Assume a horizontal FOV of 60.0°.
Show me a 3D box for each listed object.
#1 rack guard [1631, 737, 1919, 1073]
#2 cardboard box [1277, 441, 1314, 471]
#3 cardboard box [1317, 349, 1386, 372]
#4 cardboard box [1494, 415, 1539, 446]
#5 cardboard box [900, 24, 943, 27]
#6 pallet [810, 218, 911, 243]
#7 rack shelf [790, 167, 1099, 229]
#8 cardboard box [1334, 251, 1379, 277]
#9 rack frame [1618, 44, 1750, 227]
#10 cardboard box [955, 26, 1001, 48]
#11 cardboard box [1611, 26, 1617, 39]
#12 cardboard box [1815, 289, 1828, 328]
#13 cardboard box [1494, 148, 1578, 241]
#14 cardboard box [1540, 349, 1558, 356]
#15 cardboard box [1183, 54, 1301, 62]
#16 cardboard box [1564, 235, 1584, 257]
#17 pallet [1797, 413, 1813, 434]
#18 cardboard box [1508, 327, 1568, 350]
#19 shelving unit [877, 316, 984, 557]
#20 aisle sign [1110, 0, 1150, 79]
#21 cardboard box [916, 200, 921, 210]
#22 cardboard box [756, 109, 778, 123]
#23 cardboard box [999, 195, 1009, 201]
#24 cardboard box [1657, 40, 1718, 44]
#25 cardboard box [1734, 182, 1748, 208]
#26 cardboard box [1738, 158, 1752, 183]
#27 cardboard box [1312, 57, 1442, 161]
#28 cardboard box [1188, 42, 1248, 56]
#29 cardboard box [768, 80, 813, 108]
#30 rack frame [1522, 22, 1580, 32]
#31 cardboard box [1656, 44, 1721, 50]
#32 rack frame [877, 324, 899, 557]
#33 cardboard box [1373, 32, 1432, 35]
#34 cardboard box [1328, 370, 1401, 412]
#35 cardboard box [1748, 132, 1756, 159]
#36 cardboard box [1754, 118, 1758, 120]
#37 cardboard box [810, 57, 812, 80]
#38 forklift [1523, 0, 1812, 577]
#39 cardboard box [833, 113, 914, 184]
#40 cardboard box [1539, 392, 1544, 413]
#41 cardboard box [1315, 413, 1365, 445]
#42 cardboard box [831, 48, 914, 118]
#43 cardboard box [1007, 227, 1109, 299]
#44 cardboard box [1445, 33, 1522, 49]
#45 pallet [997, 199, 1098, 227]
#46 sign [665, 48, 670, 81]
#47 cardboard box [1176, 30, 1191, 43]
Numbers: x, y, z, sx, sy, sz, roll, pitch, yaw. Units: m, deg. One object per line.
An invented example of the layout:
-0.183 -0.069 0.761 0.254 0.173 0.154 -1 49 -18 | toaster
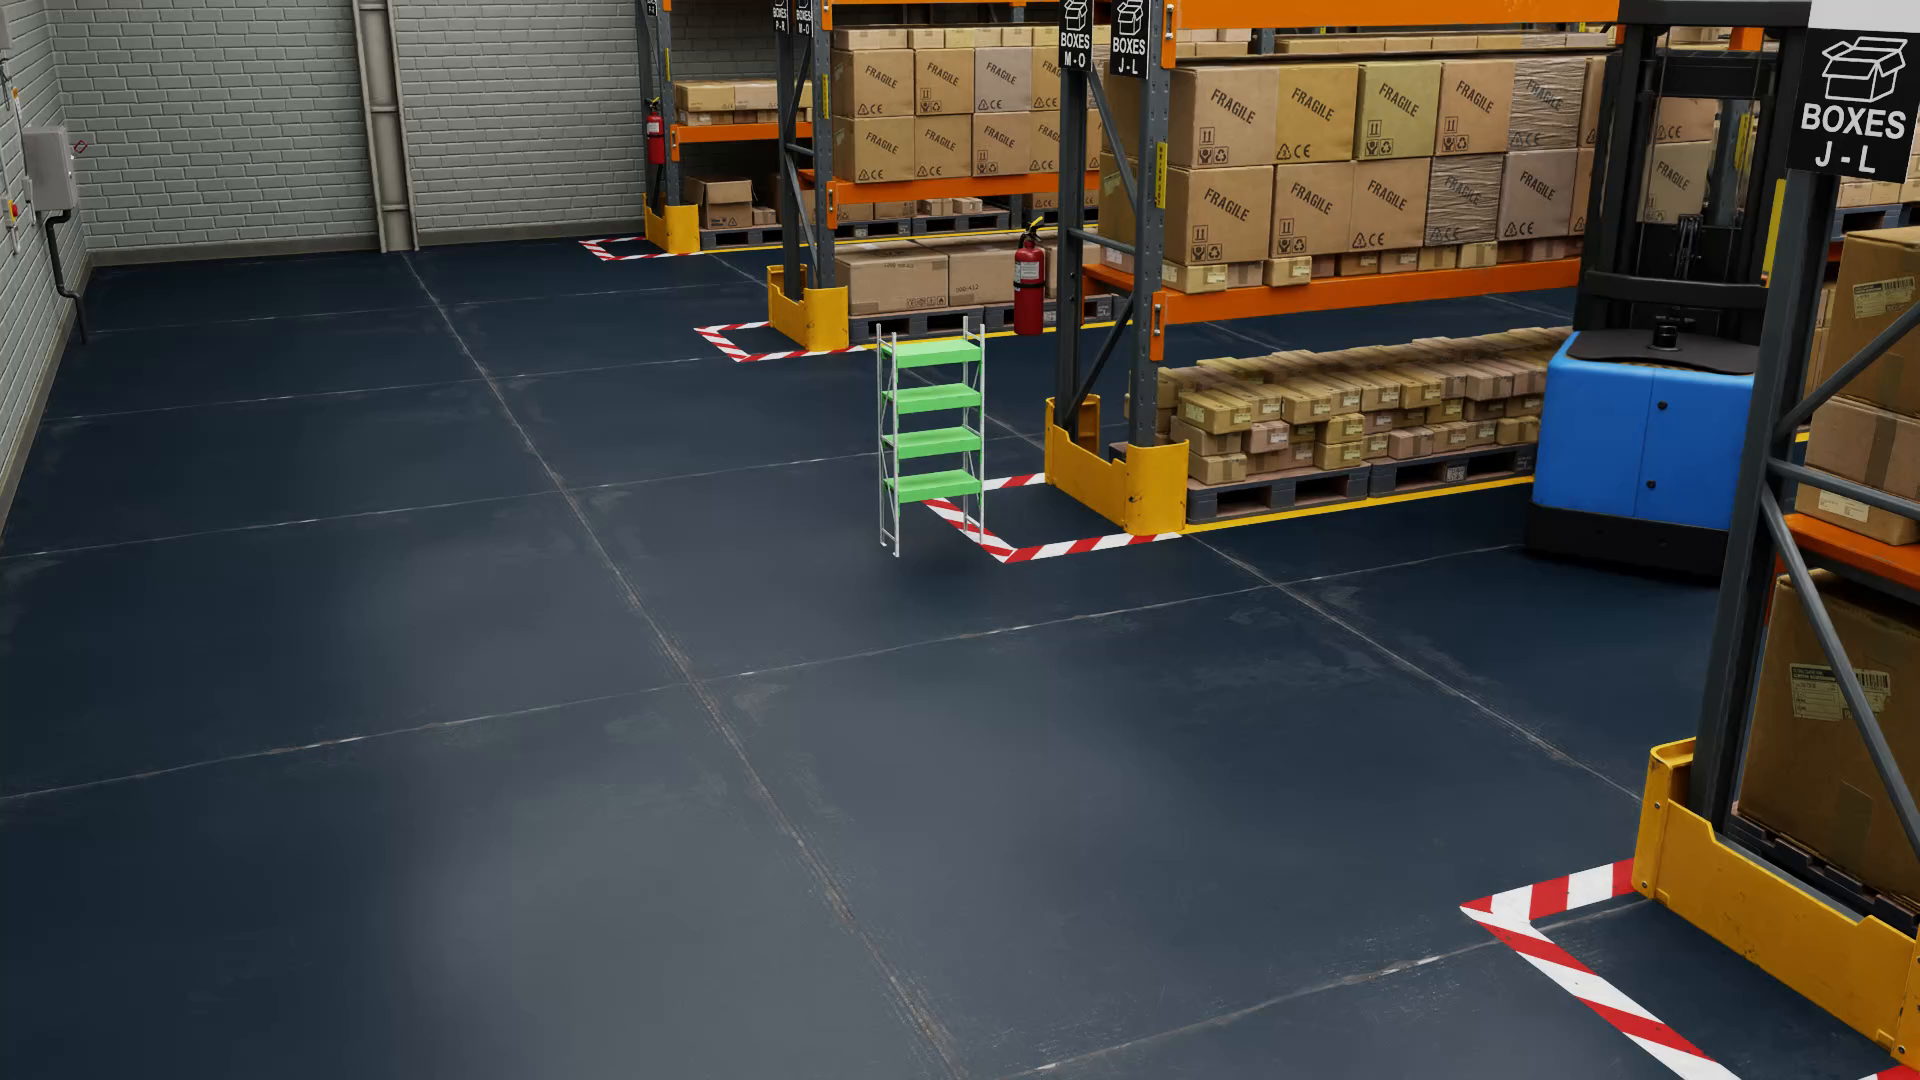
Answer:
2.659 1.090 5.174 0.348 0.500 1.175 -8 21 -22 | rack guard
1.850 -0.537 9.691 0.250 0.149 0.380 -8 21 -21 | cardboard box
2.409 -1.055 10.268 0.250 0.149 0.380 -9 21 -24 | cardboard box
3.307 -0.706 10.171 0.250 0.149 0.380 -8 21 -22 | cardboard box
-0.319 -4.168 13.712 0.250 0.149 0.380 -8 21 -21 | cardboard box
-1.294 -3.587 18.891 1.213 0.211 1.003 -8 21 -22 | pallet
0.592 -3.038 14.218 4.000 0.370 1.077 -8 21 -22 | rack shelf
2.165 -1.612 9.461 0.250 0.149 0.380 -8 21 -22 | cardboard box
4.482 -2.145 10.596 0.127 3.000 1.000 -8 21 -22 | rack frame
0.143 -4.048 13.369 0.250 0.149 0.380 -8 21 -21 | cardboard box
8.650 -6.749 22.099 0.250 0.149 0.380 -9 21 -23 | cardboard box
5.265 -1.534 10.864 0.500 0.250 0.500 -9 21 -24 | cardboard box
3.215 -2.049 9.727 0.500 0.500 0.500 -8 21 -22 | cardboard box
3.814 -1.072 10.314 0.250 0.149 0.380 -8 21 -22 | cardboard box
1.596 -2.480 9.445 0.500 0.500 0.500 -9 21 -24 | cardboard box
3.586 -1.820 10.053 0.250 0.149 0.380 -9 21 -23 | cardboard box
5.196 -0.932 11.351 1.213 0.211 1.003 -8 21 -22 | pallet
3.807 -1.278 10.900 0.250 0.149 0.380 -7 21 -19 | cardboard box
-0.152 -0.544 8.761 0.503 1.200 0.258 -8 21 -22 | shelving unit
0.861 -2.743 8.383 0.004 0.787 0.394 -8 21 -22 | aisle sign
-0.639 -3.935 19.343 0.250 0.149 0.380 -8 21 -23 | cardboard box
-2.104 -4.576 17.880 0.250 0.149 0.380 -7 21 -20 | cardboard box
0.793 -4.328 19.928 0.500 0.500 0.500 -8 21 -22 | cardboard box
7.342 -4.835 17.007 0.500 0.500 0.500 -10 22 -26 | cardboard box
5.026 -2.136 10.317 0.250 0.149 0.380 -9 21 -25 | cardboard box
5.026 -2.276 10.268 0.250 0.149 0.380 -8 21 -21 | cardboard box
2.274 -2.385 9.176 0.500 0.500 0.500 -9 21 -23 | cardboard box
2.105 -4.013 14.247 0.500 0.500 0.500 -8 21 -22 | cardboard box
-1.764 -4.809 17.941 0.500 0.250 0.500 -9 21 -23 | cardboard box
7.805 -6.206 22.132 0.127 3.000 1.000 -8 21 -22 | rack frame
7.082 -4.612 16.373 0.500 0.500 0.500 -7 21 -19 | cardboard box
-0.376 -0.512 8.670 0.015 1.200 0.240 -8 21 -22 | rack frame
4.154 -4.499 15.626 0.500 0.500 0.500 -8 21 -21 | cardboard box
2.366 -0.876 9.758 0.250 0.149 0.380 -7 21 -20 | cardboard box
5.026 -2.416 10.218 0.250 0.149 0.380 -7 21 -19 | cardboard box
5.499 -2.721 11.083 0.250 0.149 0.380 -8 21 -22 | cardboard box
-1.313 -5.226 17.997 0.500 0.500 0.500 -8 21 -21 | cardboard box
4.087 -1.645 9.281 1.130 2.935 3.031 10 22 25 | forklift
-0.690 -3.137 13.265 0.500 0.500 0.500 -8 21 -22 | cardboard box
3.567 -0.917 10.321 0.250 0.149 0.380 -8 21 -21 | cardboard box
2.134 -0.681 9.653 0.250 0.149 0.380 -7 21 -20 | cardboard box
-0.691 -3.610 13.101 0.500 0.500 0.500 -9 21 -23 | cardboard box
0.988 -2.462 14.725 0.875 0.438 0.875 -9 21 -24 | cardboard box
4.804 -4.405 15.359 0.500 0.500 0.500 -8 21 -22 | cardboard box
1.191 -3.957 19.943 1.213 0.211 1.003 -8 21 -22 | pallet
-2.999 -4.871 17.035 0.005 0.325 0.100 -8 21 -22 | sign
1.754 -4.297 14.075 0.250 0.149 0.380 -8 21 -22 | cardboard box
